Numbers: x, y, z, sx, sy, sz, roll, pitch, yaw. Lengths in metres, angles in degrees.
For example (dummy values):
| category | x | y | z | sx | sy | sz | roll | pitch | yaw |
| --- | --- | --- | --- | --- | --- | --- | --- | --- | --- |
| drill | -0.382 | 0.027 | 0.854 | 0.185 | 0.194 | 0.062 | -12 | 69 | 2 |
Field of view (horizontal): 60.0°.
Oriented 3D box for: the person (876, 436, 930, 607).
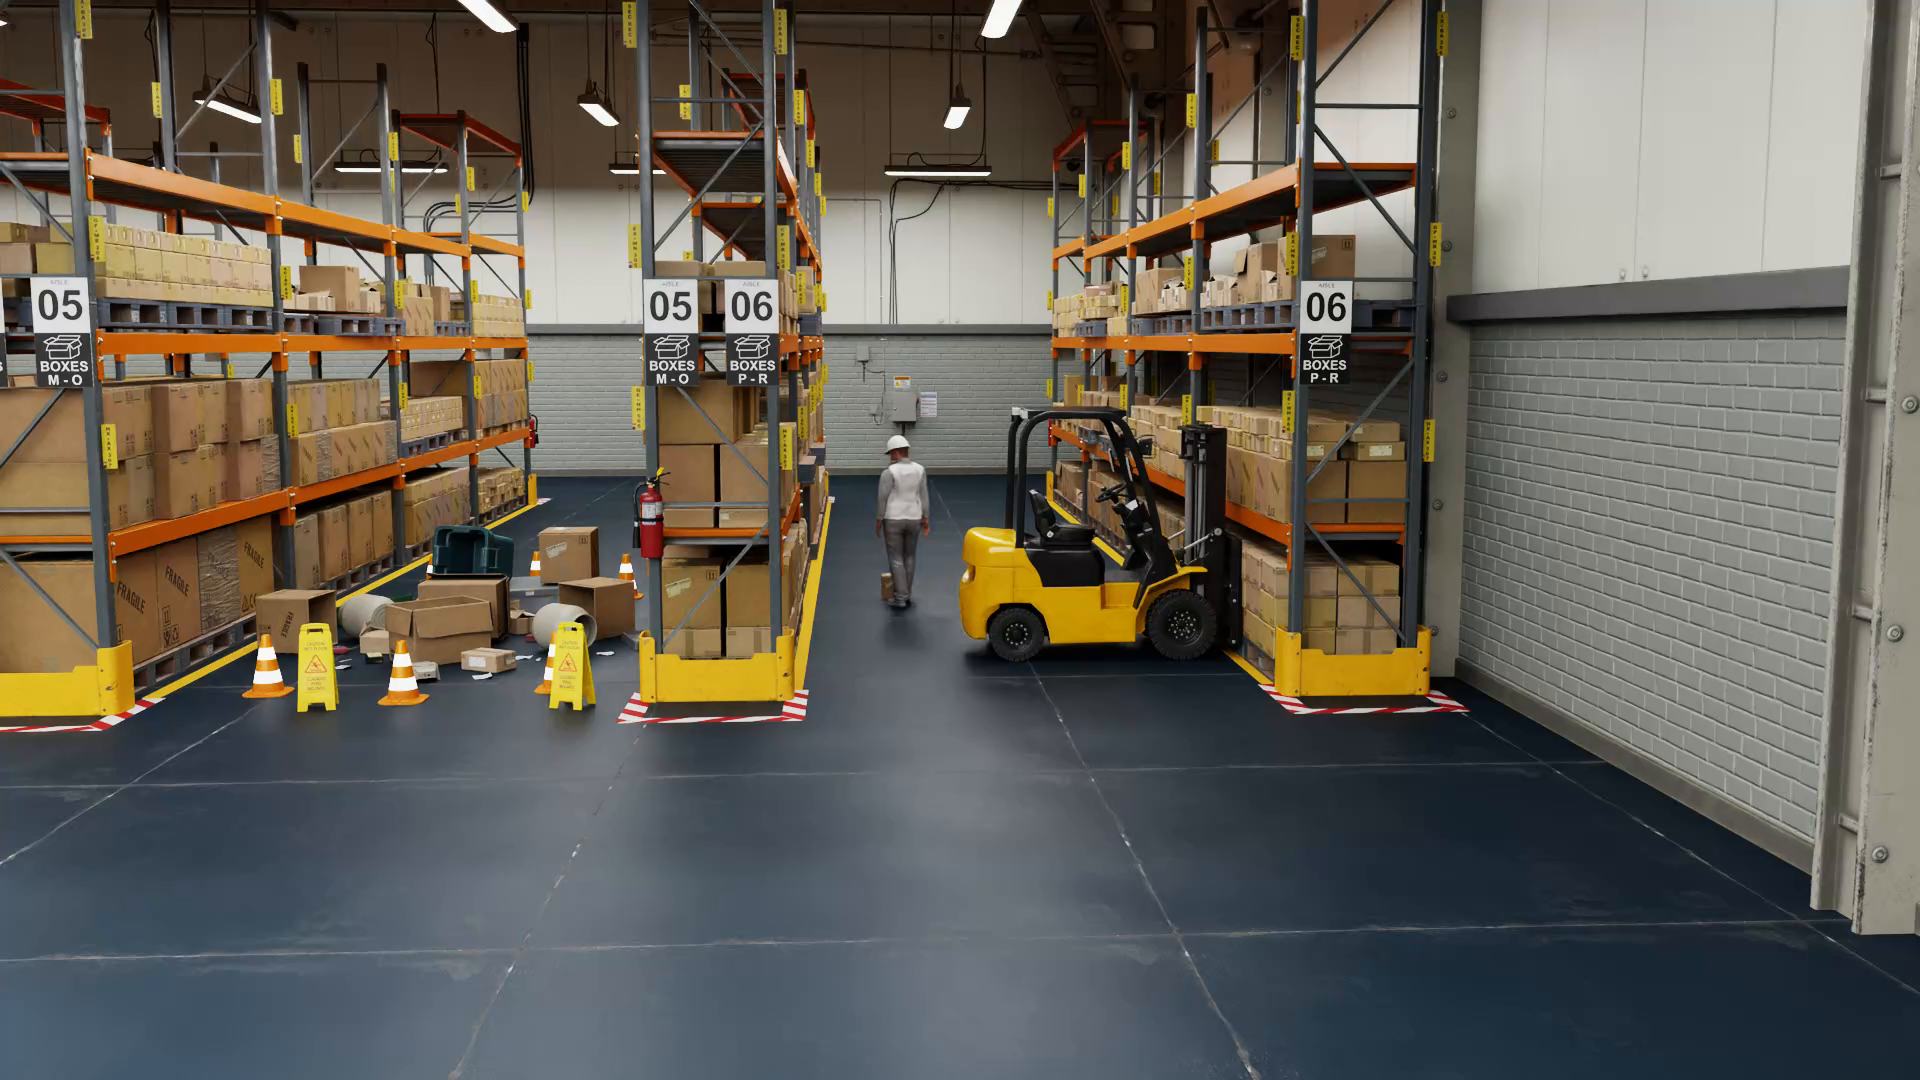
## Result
| category | x | y | z | sx | sy | sz | roll | pitch | yaw |
| --- | --- | --- | --- | --- | --- | --- | --- | --- | --- |
| person | -0.662 | -0.210 | 17.276 | 0.572 | 1.758 | 0.673 | -4 | 8 | -30 |
